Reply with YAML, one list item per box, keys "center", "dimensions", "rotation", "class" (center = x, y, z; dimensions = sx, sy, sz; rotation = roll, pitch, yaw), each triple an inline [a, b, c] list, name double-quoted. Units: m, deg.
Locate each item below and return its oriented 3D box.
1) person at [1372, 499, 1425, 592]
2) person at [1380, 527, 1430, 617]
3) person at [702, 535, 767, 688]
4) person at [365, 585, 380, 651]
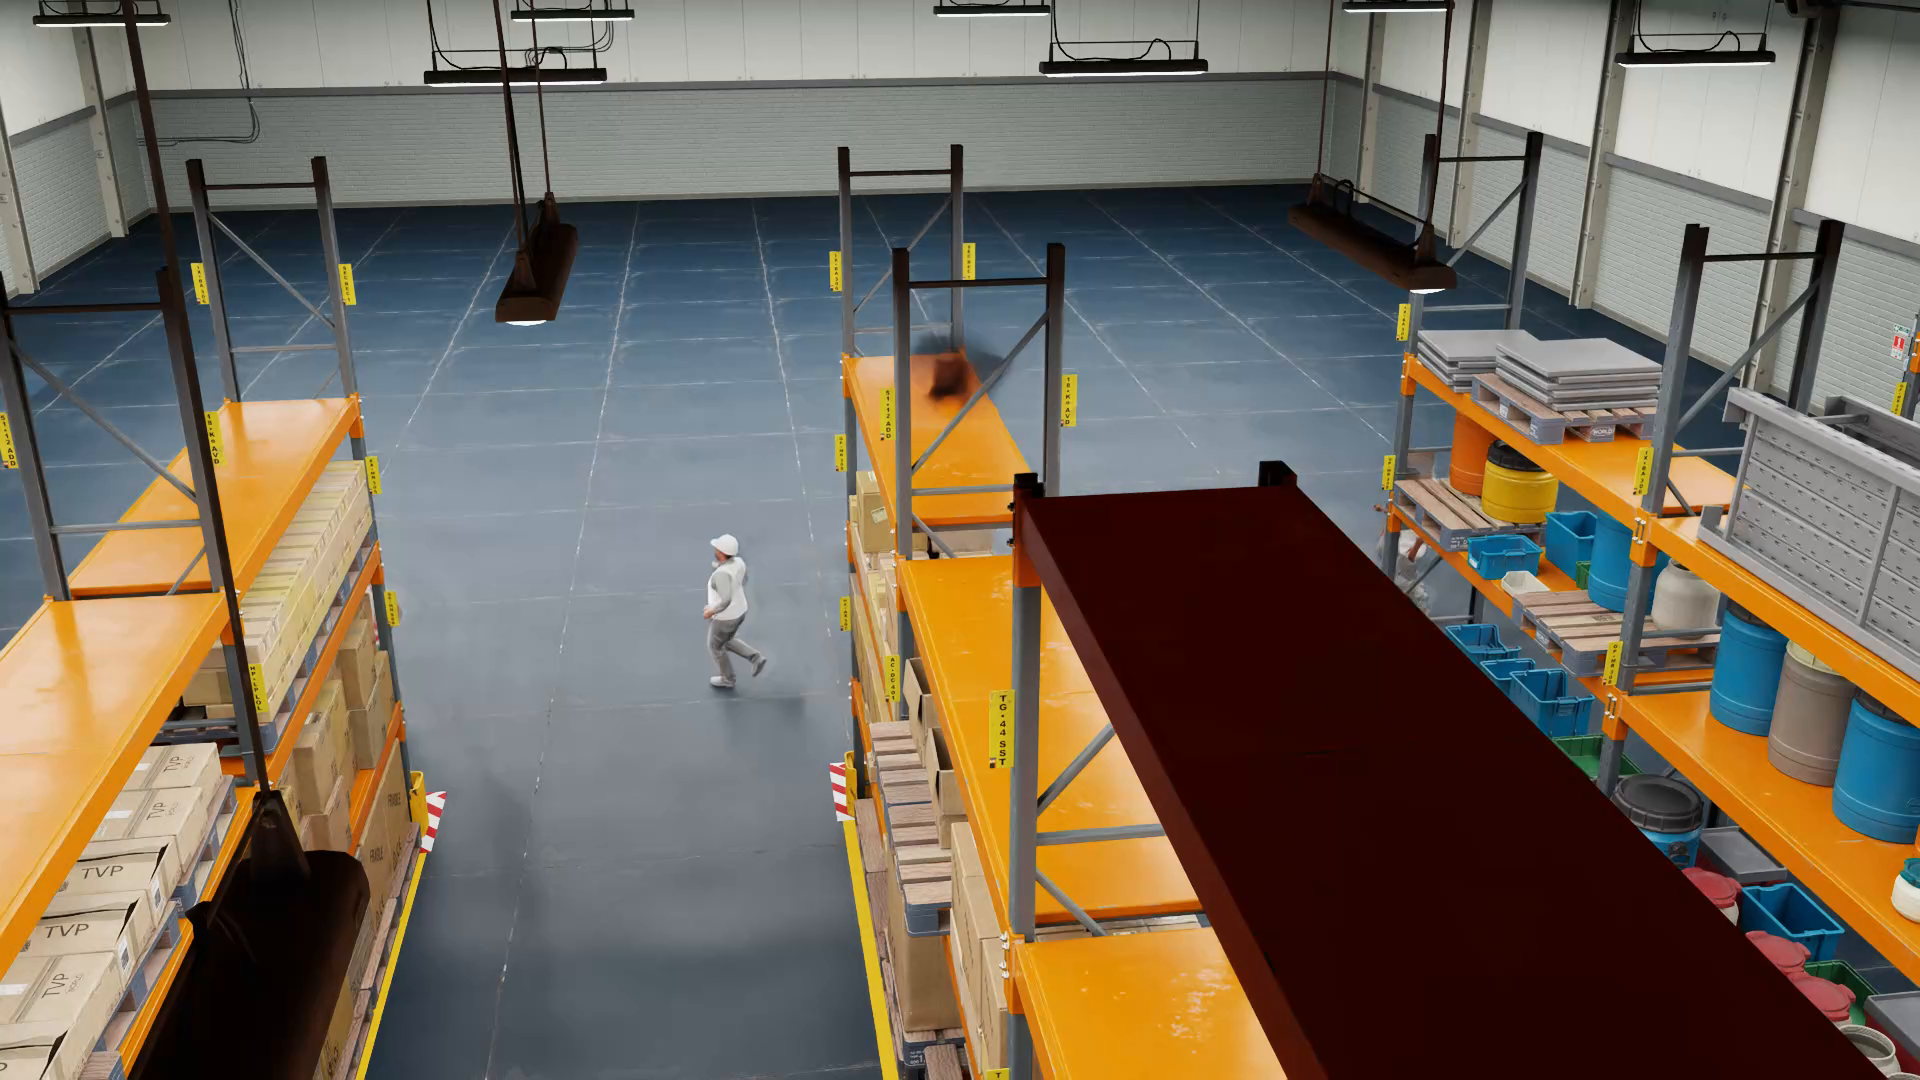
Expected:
- center: [5.224, -0.126, 19.718]
  dimensions: [0.698, 1.732, 0.548]
  rotation: [7, 23, 18]
  class: "person"
- center: [5.104, 0.109, 19.034]
  dimensions: [0.666, 1.719, 0.734]
  rotation: [9, 23, 22]
  class: "person"
- center: [-2.391, 0.757, 17.378]
  dimensions: [0.658, 1.729, 0.660]
  rotation: [6, 22, 16]
  class: "person"
- center: [-5.898, 1.067, 16.476]
  dimensions: [0.839, 1.781, 0.669]
  rotation: [20, 29, 40]
  class: "person"
